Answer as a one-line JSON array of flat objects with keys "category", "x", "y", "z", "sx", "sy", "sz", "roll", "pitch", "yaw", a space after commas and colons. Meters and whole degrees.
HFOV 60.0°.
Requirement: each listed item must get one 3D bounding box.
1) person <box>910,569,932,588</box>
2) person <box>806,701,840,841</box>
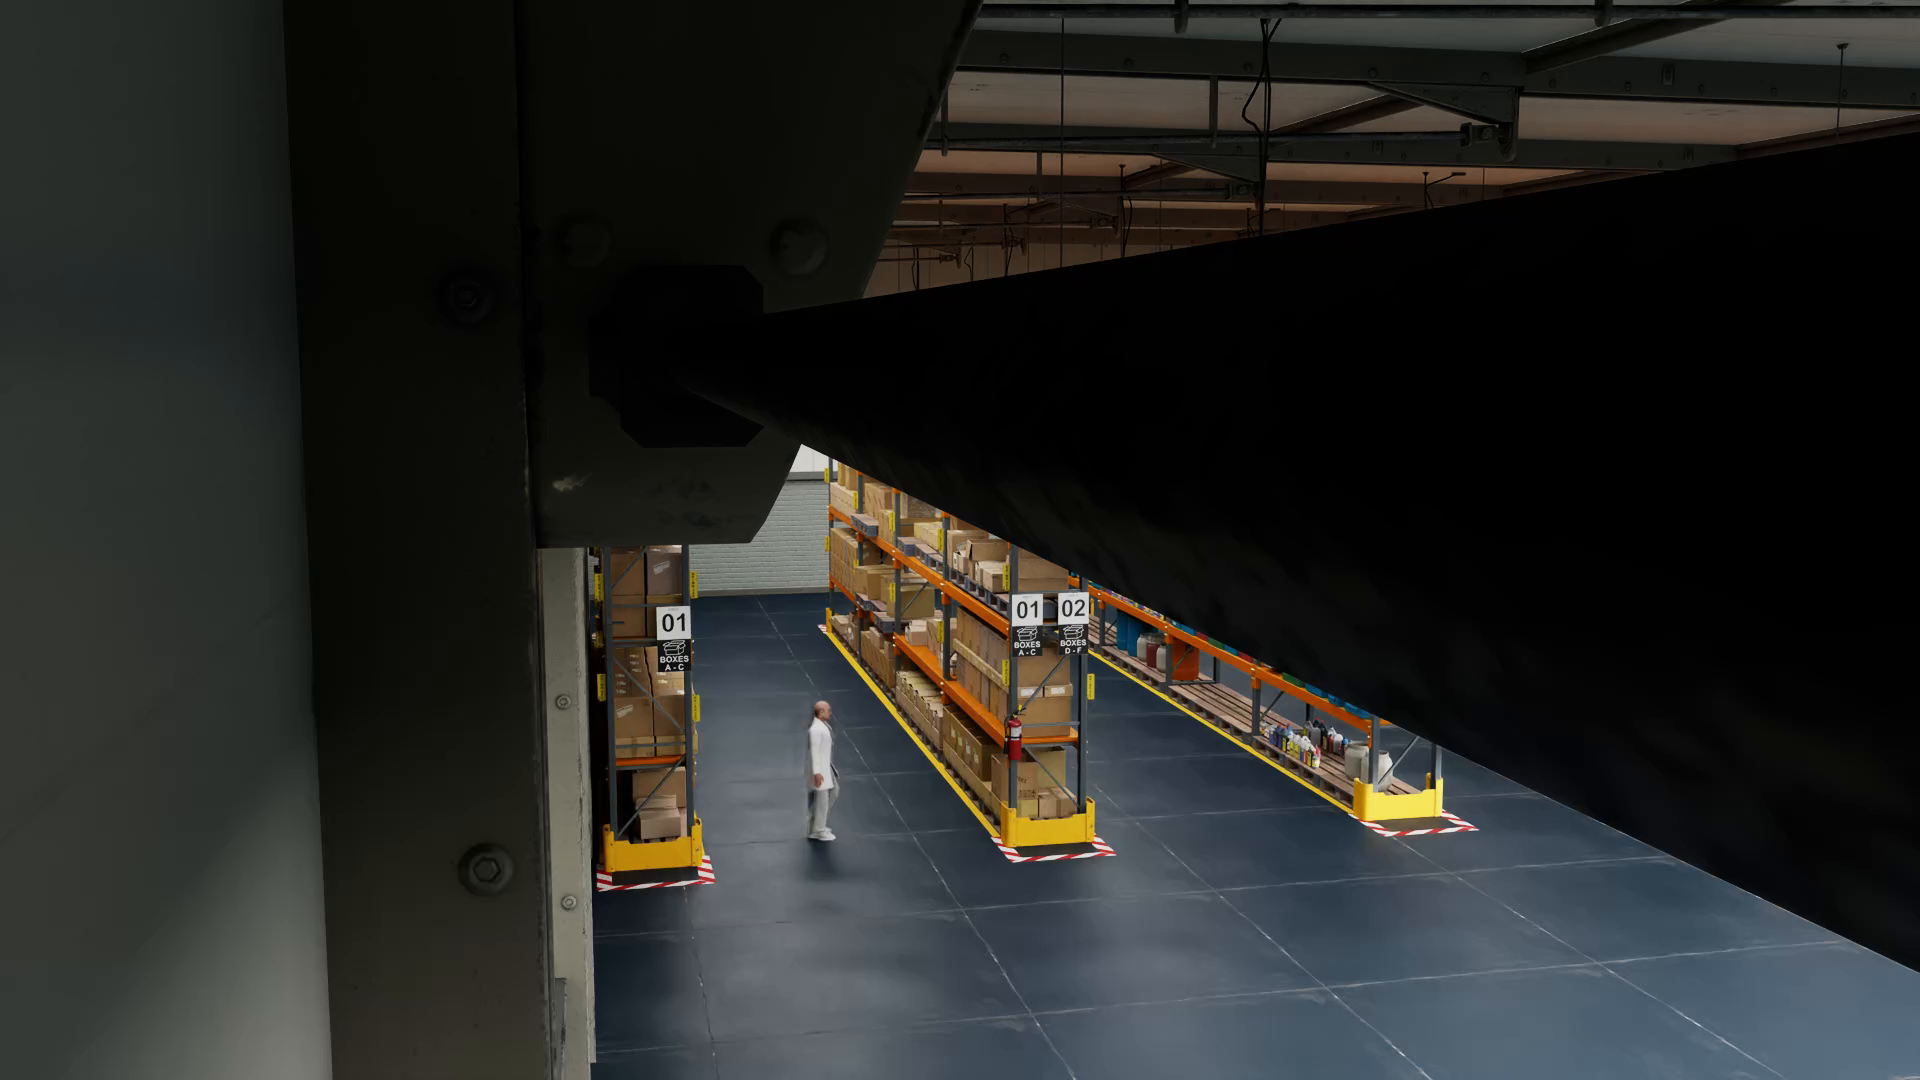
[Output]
[{"category": "person", "x": -0.926, "y": 1.010, "z": 37.851, "sx": 0.549, "sy": 1.698, "sz": 0.478, "roll": -5, "pitch": 8, "yaw": -34}, {"category": "person", "x": -1.795, "y": 2.941, "z": 21.257, "sx": 0.473, "sy": 1.780, "sz": 0.706, "roll": 1, "pitch": 7, "yaw": 6}]
